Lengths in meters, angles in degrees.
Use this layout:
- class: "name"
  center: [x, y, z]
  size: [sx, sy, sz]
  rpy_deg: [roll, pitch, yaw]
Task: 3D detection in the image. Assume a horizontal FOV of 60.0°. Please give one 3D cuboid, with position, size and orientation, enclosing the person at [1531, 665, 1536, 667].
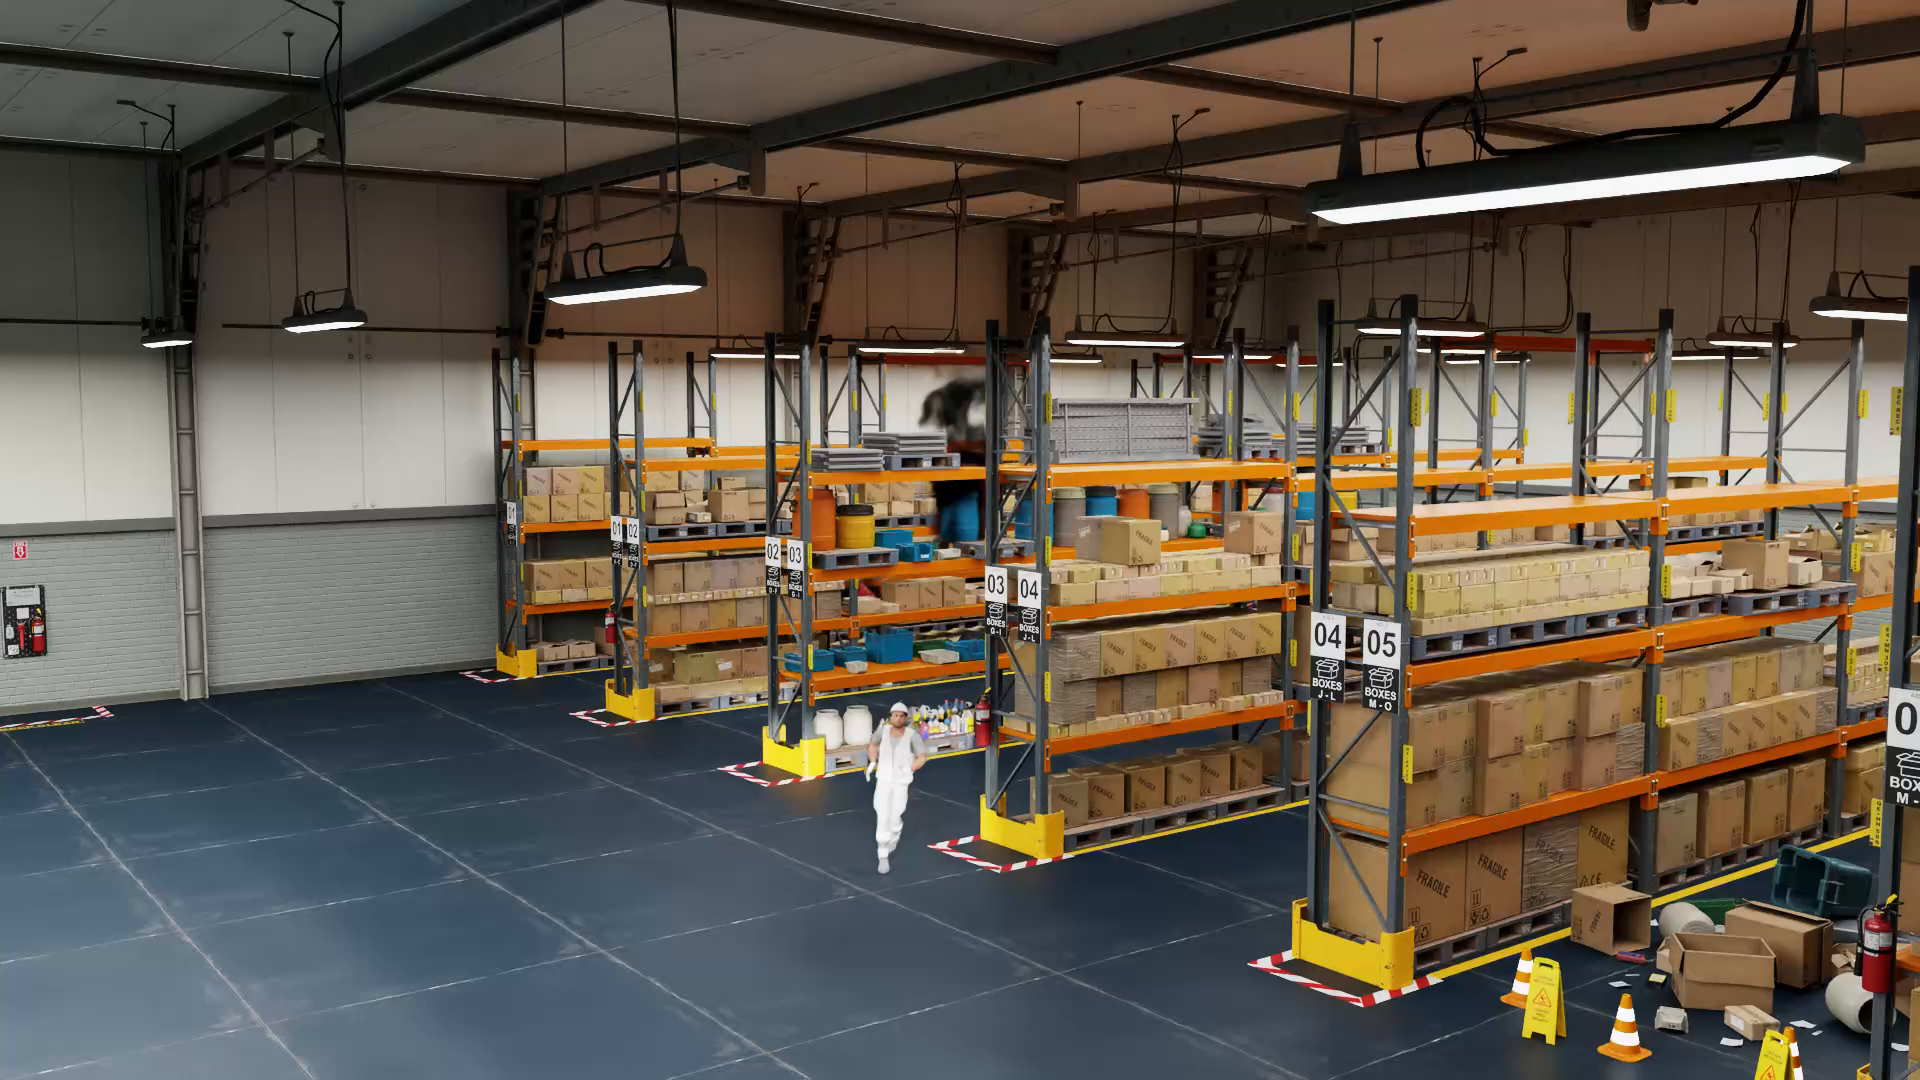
- class: "person"
  center: [7.541, 2.439, 21.732]
  size: [0.716, 1.712, 0.576]
  rpy_deg: [-4, 6, -39]

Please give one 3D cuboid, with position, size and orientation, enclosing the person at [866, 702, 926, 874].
- class: "person"
  center: [-0.707, 2.658, 18.221]
  size: [0.671, 1.765, 0.985]
  rpy_deg: [0, 5, 4]

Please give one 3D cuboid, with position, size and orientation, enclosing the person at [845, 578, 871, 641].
- class: "person"
  center: [-1.890, 1.524, 31.927]
  size: [0.800, 1.810, 0.626]
  rpy_deg: [-4, 6, -39]
